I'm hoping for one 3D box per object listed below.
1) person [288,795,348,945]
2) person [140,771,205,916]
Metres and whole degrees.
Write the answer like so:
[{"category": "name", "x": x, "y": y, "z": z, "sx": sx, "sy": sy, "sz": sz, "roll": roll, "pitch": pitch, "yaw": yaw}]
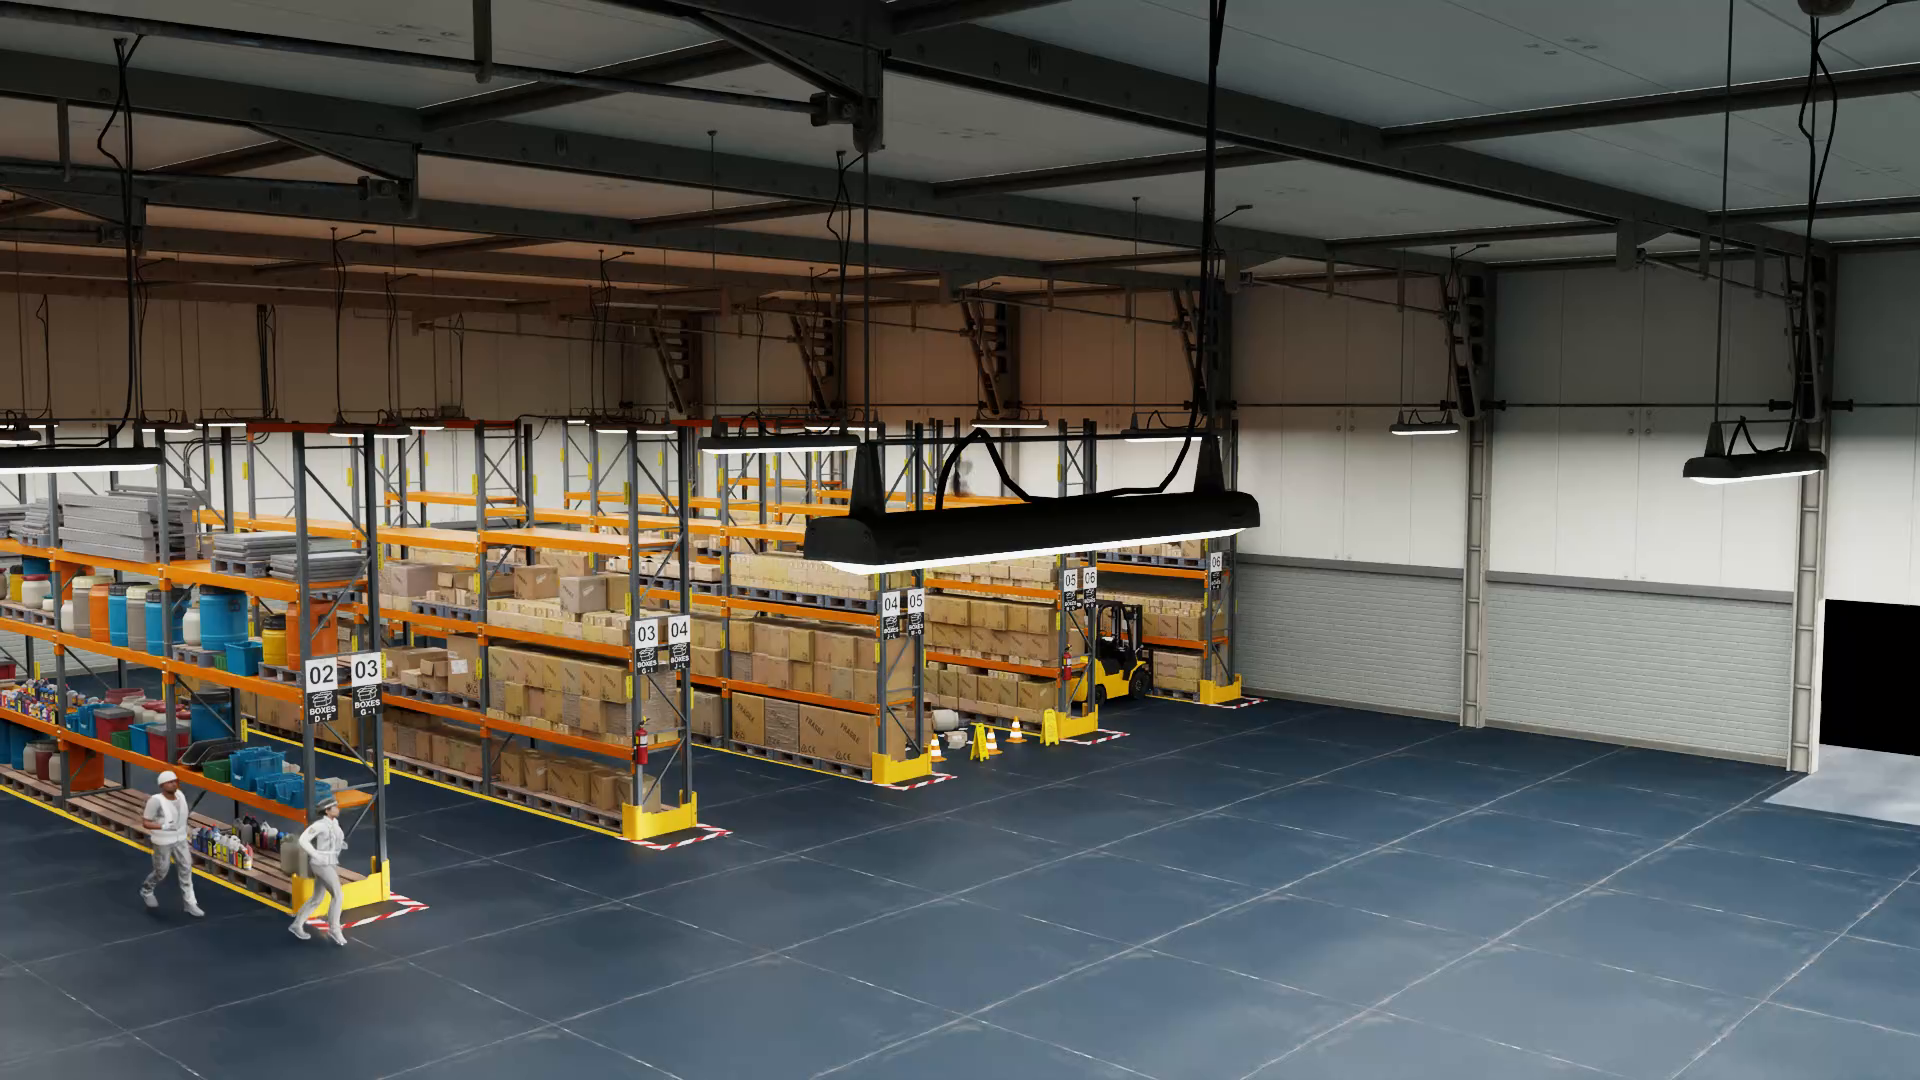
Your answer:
[{"category": "person", "x": -7.578, "y": 3.896, "z": 19.716, "sx": 0.716, "sy": 1.731, "sz": 0.630, "roll": 0, "pitch": 5, "yaw": -6}, {"category": "person", "x": -9.788, "y": 3.736, "z": 20.557, "sx": 0.992, "sy": 1.786, "sz": 0.673, "roll": 2, "pitch": 5, "yaw": 27}]
